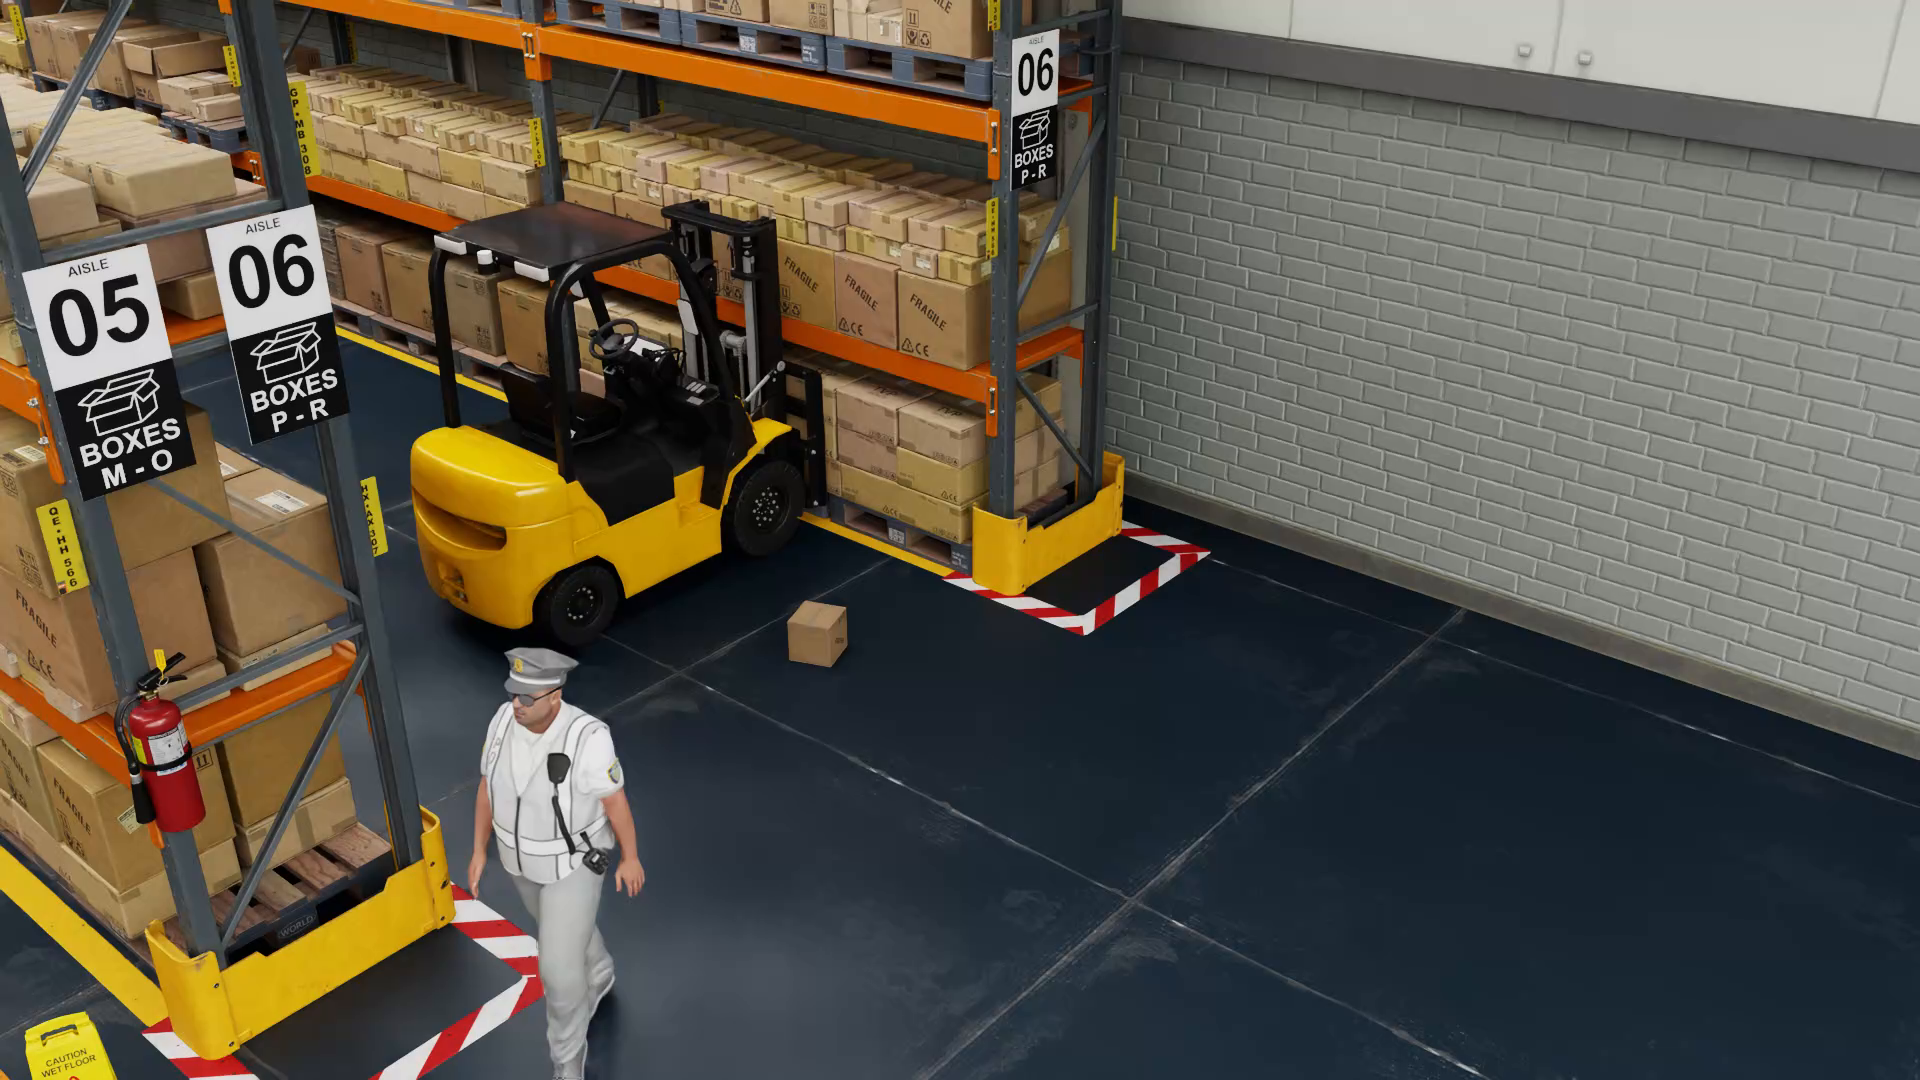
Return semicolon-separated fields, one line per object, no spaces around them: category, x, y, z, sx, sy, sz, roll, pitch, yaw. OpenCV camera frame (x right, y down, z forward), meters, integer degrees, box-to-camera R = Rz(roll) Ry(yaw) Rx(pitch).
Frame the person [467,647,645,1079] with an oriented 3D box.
person;-1.545;1.231;6.235;0.589;1.845;0.659;13;30;23
